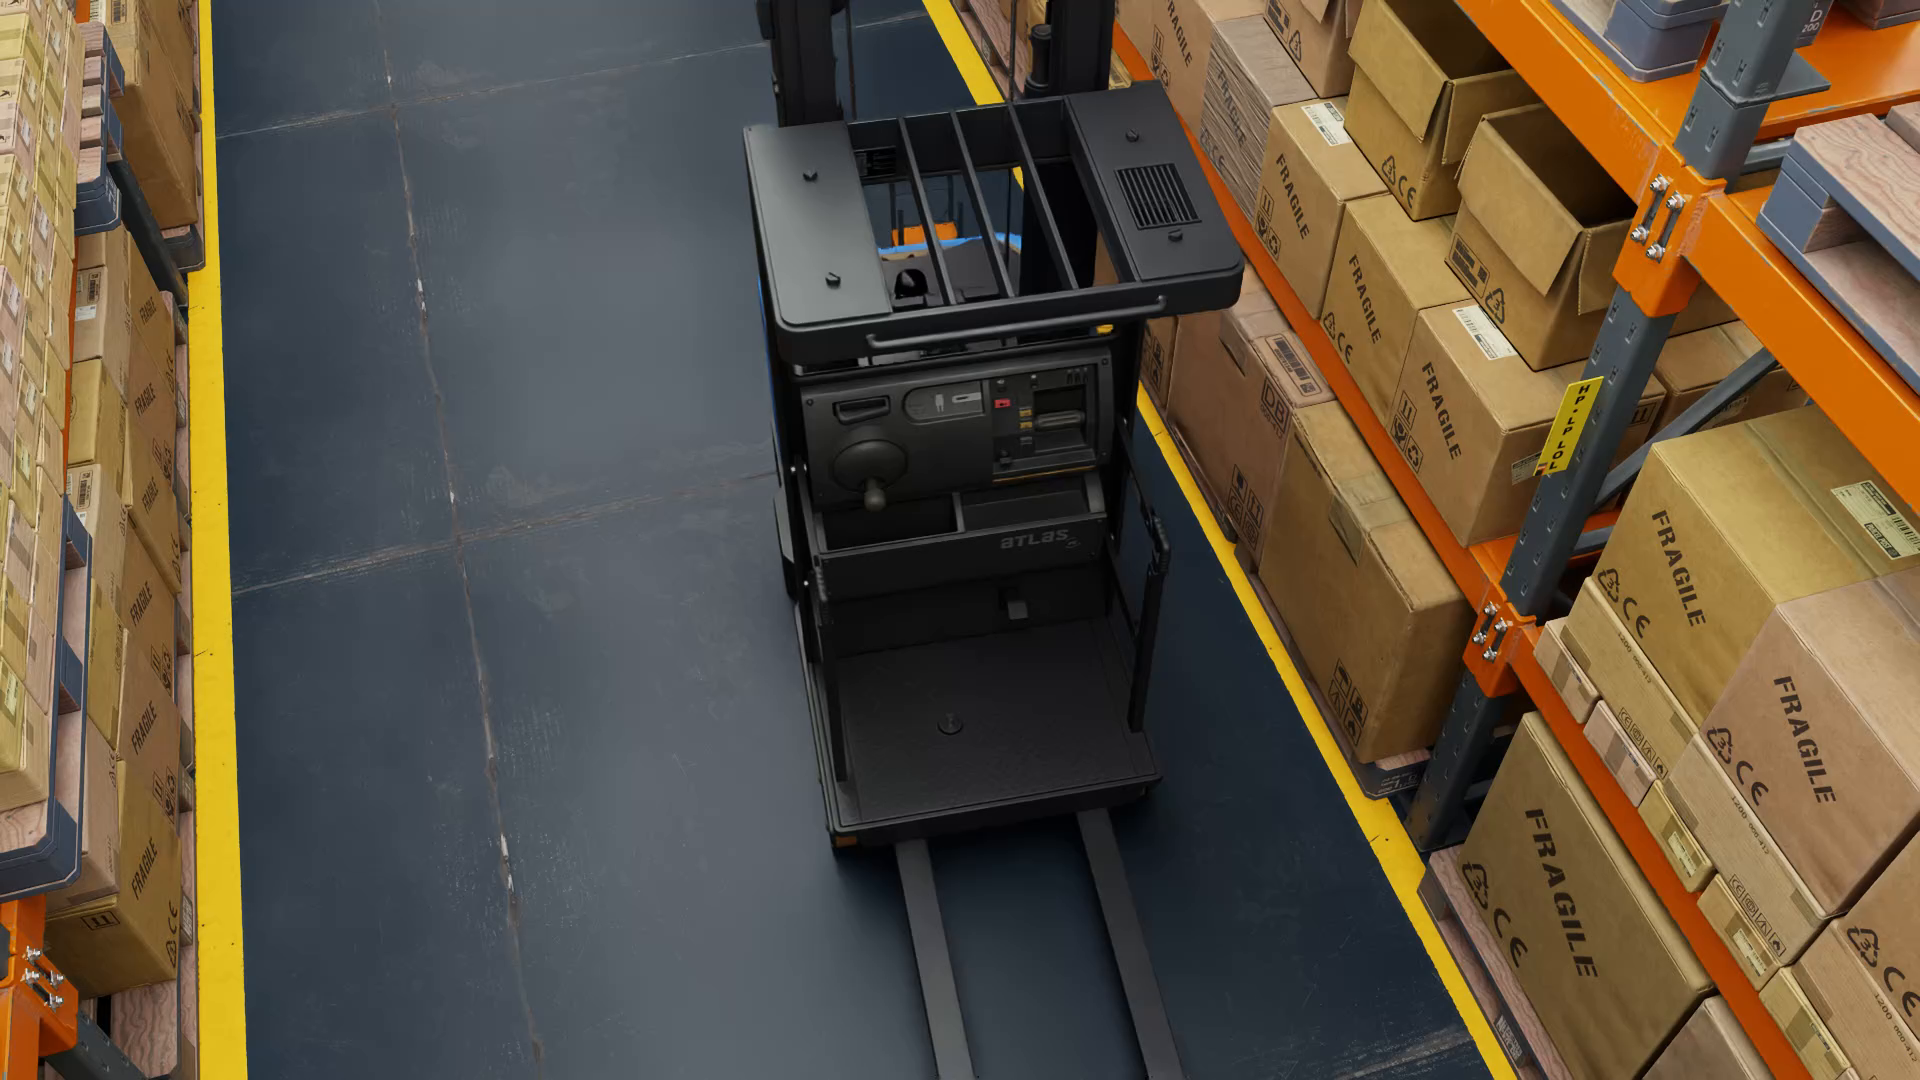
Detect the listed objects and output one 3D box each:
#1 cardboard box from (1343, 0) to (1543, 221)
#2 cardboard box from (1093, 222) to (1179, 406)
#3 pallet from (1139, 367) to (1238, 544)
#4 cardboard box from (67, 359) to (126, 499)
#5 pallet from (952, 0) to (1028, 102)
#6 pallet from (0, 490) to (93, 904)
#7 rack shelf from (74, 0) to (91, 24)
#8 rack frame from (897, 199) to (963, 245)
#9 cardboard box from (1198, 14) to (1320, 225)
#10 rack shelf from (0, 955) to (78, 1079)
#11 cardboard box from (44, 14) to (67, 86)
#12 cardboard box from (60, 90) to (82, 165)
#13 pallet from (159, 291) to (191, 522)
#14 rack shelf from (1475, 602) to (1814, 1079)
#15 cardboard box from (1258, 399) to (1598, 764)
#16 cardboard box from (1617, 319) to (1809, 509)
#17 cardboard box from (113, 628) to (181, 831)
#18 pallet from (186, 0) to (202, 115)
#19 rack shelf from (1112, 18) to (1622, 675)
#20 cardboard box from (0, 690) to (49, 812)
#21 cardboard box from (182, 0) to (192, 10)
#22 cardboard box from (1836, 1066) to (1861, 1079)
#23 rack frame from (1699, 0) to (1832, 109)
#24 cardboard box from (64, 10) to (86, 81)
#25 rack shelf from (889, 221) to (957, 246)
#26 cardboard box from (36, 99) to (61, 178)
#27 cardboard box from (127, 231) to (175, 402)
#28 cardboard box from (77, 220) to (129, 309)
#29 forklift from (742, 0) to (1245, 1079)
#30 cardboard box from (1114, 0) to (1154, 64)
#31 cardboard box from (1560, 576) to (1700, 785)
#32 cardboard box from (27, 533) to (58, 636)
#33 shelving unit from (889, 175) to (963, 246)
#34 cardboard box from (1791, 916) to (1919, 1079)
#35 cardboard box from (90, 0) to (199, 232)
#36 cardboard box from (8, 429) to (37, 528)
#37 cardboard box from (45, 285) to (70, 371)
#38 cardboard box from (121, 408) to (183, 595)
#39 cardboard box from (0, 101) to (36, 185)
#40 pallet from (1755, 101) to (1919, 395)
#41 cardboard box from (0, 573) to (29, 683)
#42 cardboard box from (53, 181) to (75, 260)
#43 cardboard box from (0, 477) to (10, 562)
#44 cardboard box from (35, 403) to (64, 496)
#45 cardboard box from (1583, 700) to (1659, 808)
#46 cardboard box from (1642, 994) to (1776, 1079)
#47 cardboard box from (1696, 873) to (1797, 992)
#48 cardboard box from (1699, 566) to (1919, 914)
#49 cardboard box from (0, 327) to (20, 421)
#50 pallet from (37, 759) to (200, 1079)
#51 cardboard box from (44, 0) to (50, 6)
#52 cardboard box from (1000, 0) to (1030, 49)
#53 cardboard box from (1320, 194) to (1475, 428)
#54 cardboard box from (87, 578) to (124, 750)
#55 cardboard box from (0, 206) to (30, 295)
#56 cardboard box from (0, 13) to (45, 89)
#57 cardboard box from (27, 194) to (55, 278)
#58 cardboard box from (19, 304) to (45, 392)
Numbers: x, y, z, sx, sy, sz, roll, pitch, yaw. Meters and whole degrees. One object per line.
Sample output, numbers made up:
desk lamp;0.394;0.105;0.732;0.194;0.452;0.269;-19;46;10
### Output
cardboard box;1.630;-1.383;5.022;0.797;0.503;0.637;-13;51;-11
cardboard box;1.276;-1.269;6.763;1.225;0.875;0.875;-13;51;-11
pallet;1.354;-0.599;6.907;1.003;0.211;1.213;-13;51;-11
cardboard box;-3.185;-0.323;5.720;0.500;0.250;0.500;-12;51;-10
pallet;0.606;-2.653;8.638;1.003;0.211;1.213;-13;51;-11
pallet;-2.837;0.459;4.316;1.003;0.211;1.213;-13;51;-11
rack shelf;-4.524;-3.162;7.714;1.077;0.370;4.000;-13;51;-11
rack frame;-0.109;-0.825;6.450;0.240;1.200;0.006;-8;50;-7
cardboard box;1.175;-1.481;5.761;0.500;0.500;0.500;-13;51;-11
rack shelf;-2.158;2.681;2.788;1.077;0.370;4.000;-13;51;-11
cardboard box;-3.271;-1.631;5.648;0.380;0.149;0.250;-12;51;-10
cardboard box;-3.200;-1.361;5.615;0.380;0.149;0.250;-13;51;-10
pallet;-3.703;-0.463;6.792;1.003;0.211;1.213;-13;51;-11
rack shelf;2.610;1.634;3.671;1.077;0.370;4.000;-13;51;-11
cardboard box;1.810;0.028;5.670;1.225;0.875;0.875;-13;51;-11
cardboard box;2.121;-0.484;4.920;0.500;0.500;0.500;-13;51;-11
cardboard box;-2.873;0.673;5.370;0.500;0.500;0.500;-11;51;-9
pallet;-4.451;-2.516;8.523;1.003;0.211;1.213;-13;51;-11
rack shelf;1.427;-1.288;6.134;1.077;0.370;4.000;-13;51;-11
cardboard box;-2.427;0.543;4.010;0.380;0.149;0.250;-16;52;-13
cardboard box;-4.564;-3.126;8.410;1.050;0.750;0.750;-13;51;-11
cardboard box;2.172;1.260;3.680;0.380;0.149;0.250;-13;51;-11
rack frame;2.018;-1.993;2.334;1.000;3.000;0.127;-13;51;-11
cardboard box;-3.348;-1.731;5.927;0.380;0.149;0.250;-13;51;-10
rack shelf;-0.126;-1.097;6.267;0.258;0.103;0.180;-8;50;-7
cardboard box;-3.117;-1.256;5.332;0.380;0.149;0.250;-13;51;-11
cardboard box;-3.488;-0.841;6.647;0.500;0.500;0.500;-14;51;-11
cardboard box;-3.480;-1.064;6.345;0.500;0.250;0.500;-14;51;-12
forklift;0.044;-0.219;4.807;1.130;2.935;3.031;-8;50;-7
cardboard box;0.874;-2.220;6.384;0.500;0.500;0.500;-15;51;-12
cardboard box;1.907;0.296;4.232;0.500;0.250;0.500;-14;51;-12
cardboard box;-2.585;0.158;4.334;0.380;0.149;0.250;-13;51;-11
shelving unit;-0.126;-0.893;6.508;0.258;1.200;0.189;-8;50;-7
cardboard box;2.208;1.037;3.607;0.500;0.250;0.500;-12;51;-10
cardboard box;-4.027;-1.808;7.299;1.050;0.750;0.750;-14;51;-11
cardboard box;-2.660;-0.120;4.374;0.380;0.149;0.250;-15;52;-13
cardboard box;-2.890;-0.595;4.969;0.380;0.149;0.250;-15;52;-13
cardboard box;-3.166;-0.078;6.004;0.500;0.500;0.500;-15;52;-13
cardboard box;-3.052;-1.178;5.071;0.380;0.149;0.250;-13;51;-11
pallet;2.250;-0.397;3.009;1.003;0.211;1.213;-13;51;-11
cardboard box;-2.505;0.258;4.055;0.380;0.149;0.250;-14;51;-12
cardboard box;-3.048;-0.982;5.295;0.380;0.149;0.250;-15;52;-13
cardboard box;-2.588;-0.039;4.111;0.380;0.149;0.250;-13;51;-11
cardboard box;-2.734;-0.211;4.646;0.380;0.149;0.250;-15;52;-13
cardboard box;1.866;0.505;4.316;0.380;0.149;0.250;-15;51;-12
cardboard box;2.403;1.648;4.304;0.875;0.875;0.875;-13;51;-11
cardboard box;2.024;0.889;3.993;0.380;0.149;0.250;-15;51;-12
cardboard box;2.054;0.421;3.636;0.500;0.500;0.500;-13;51;-11
cardboard box;-2.736;-0.409;4.423;0.380;0.149;0.250;-14;51;-11
pallet;-2.981;1.319;5.290;1.003;0.211;1.213;-13;51;-11
cardboard box;-3.350;-1.925;5.701;0.380;0.149;0.250;-15;52;-12
cardboard box;0.618;-2.801;8.287;0.700;0.500;0.500;-16;52;-13
cardboard box;1.479;-0.734;5.131;0.500;0.500;0.500;-12;51;-10
cardboard box;-2.876;0.429;5.086;0.500;0.250;0.500;-12;51;-10
cardboard box;-2.893;-0.789;4.744;0.380;0.149;0.250;-12;51;-10
cardboard box;-3.200;-1.549;5.385;0.380;0.149;0.250;-12;51;-10
cardboard box;-2.968;-0.884;5.018;0.380;0.149;0.250;-12;51;-10
cardboard box;-2.820;-0.511;4.703;0.380;0.149;0.250;-14;51;-12
